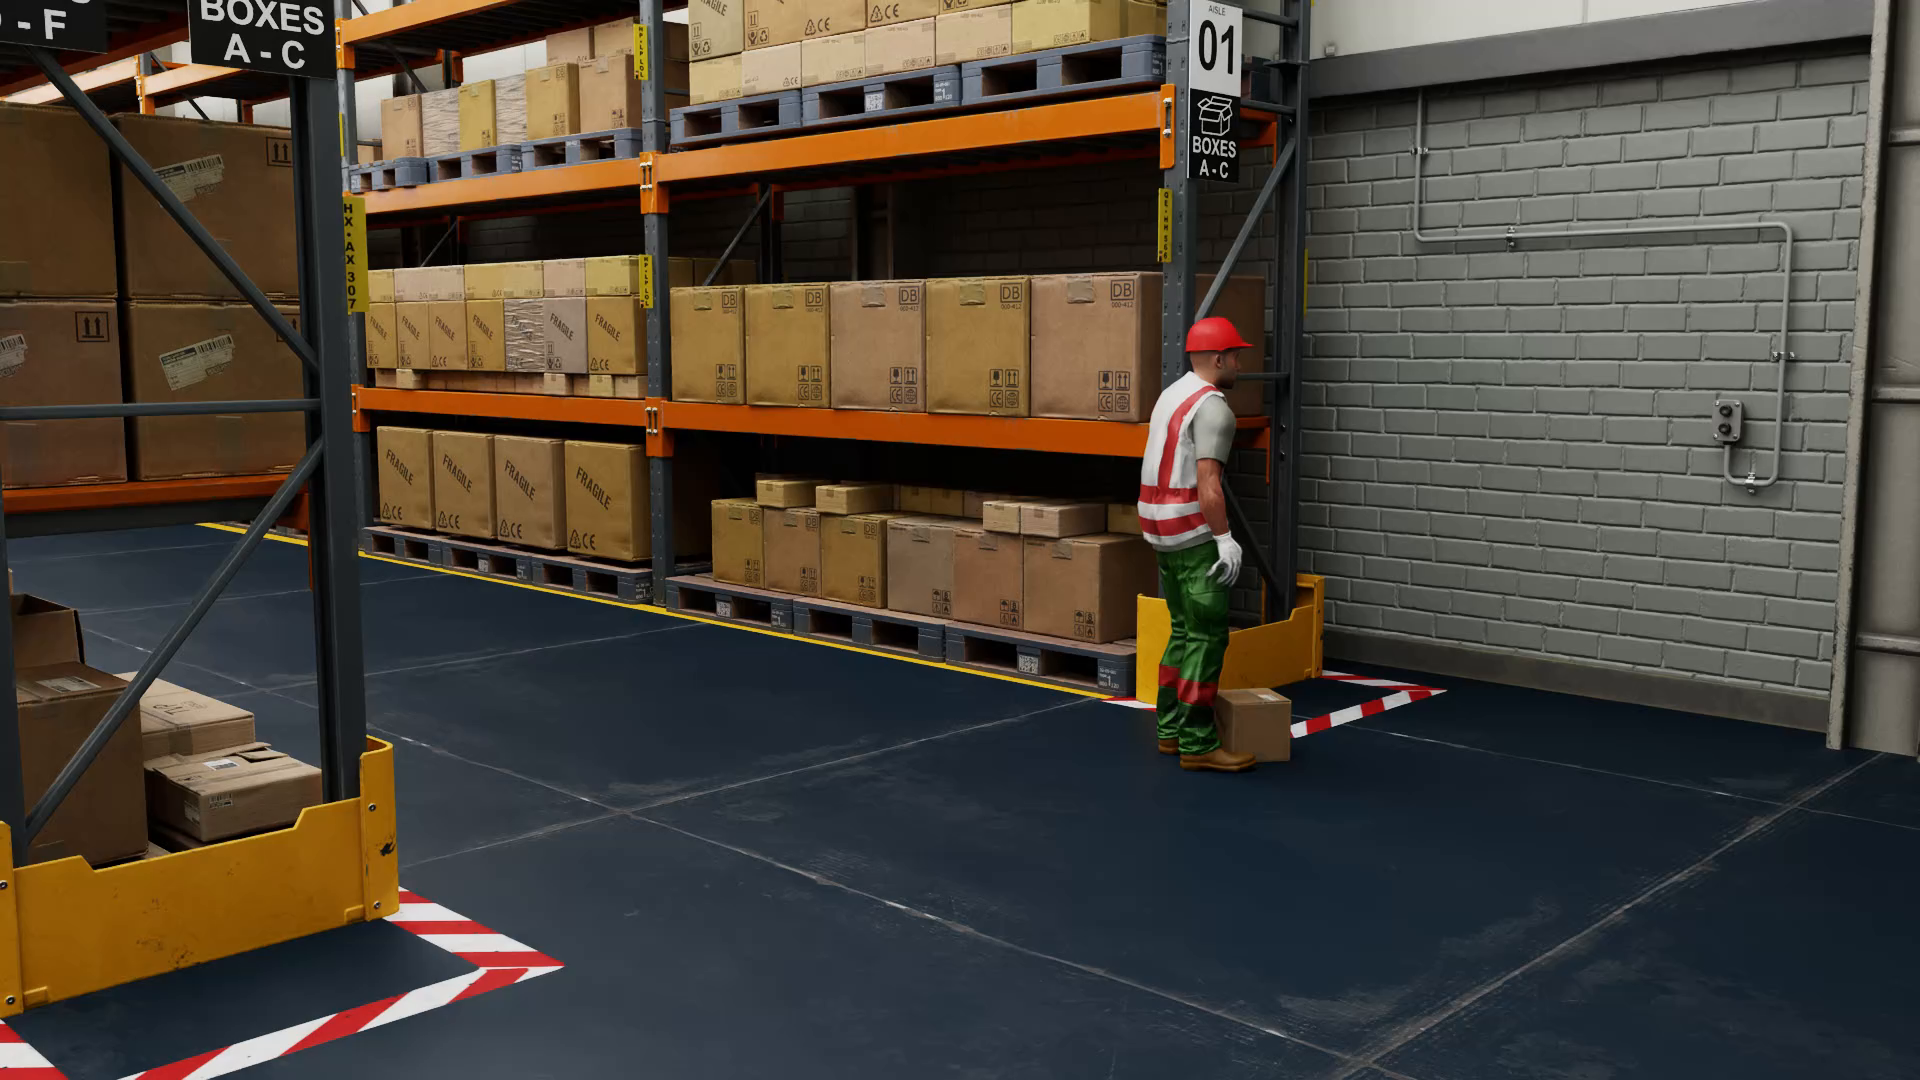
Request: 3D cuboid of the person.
[{"bbox_3d":[0.959,0.001,6.679,0.451,1.779,0.618,-1,7,-12],"label":"person"}]
